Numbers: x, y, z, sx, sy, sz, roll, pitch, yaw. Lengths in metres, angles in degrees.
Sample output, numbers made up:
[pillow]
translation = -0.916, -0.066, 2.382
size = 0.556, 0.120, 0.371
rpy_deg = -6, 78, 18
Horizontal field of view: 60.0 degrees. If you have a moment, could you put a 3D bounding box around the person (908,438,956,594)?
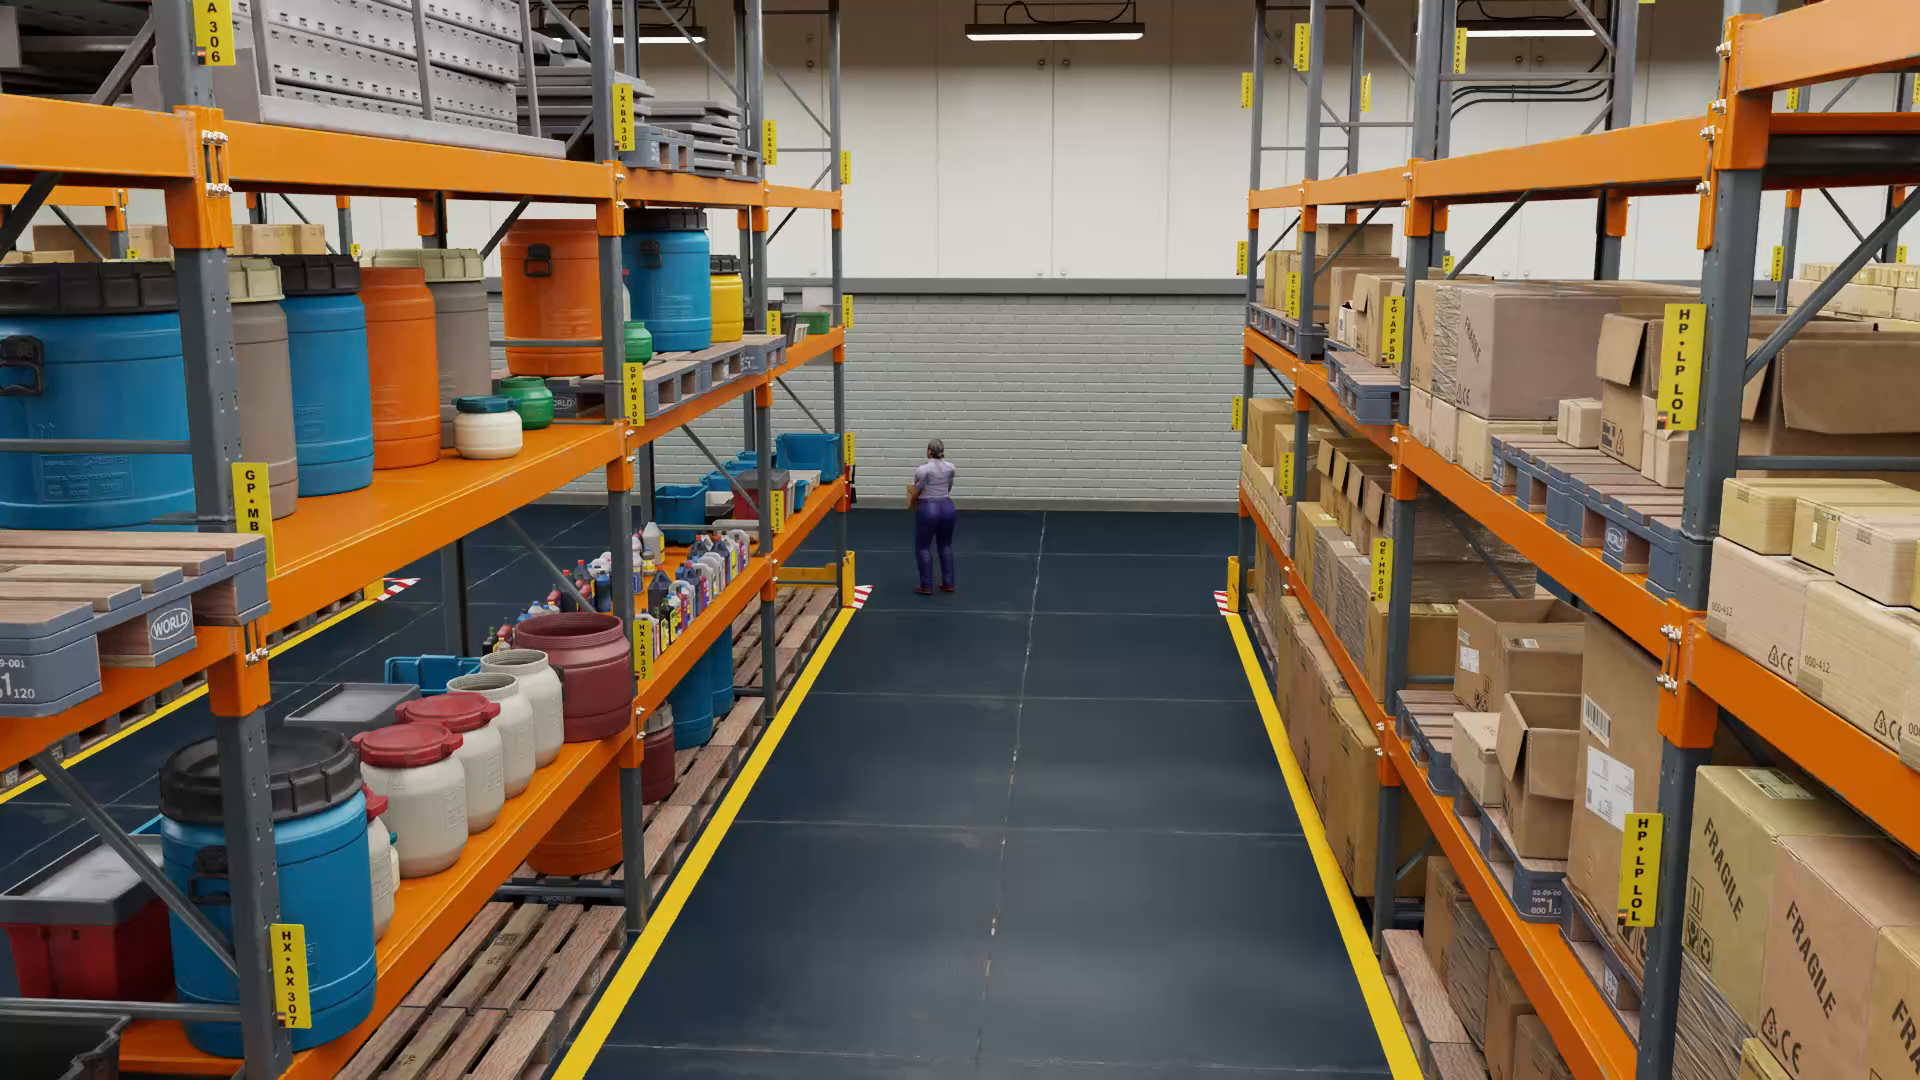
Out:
[person]
translation = -0.307, -0.267, 17.389
size = 0.452, 1.634, 0.515
rpy_deg = -6, 13, -30
